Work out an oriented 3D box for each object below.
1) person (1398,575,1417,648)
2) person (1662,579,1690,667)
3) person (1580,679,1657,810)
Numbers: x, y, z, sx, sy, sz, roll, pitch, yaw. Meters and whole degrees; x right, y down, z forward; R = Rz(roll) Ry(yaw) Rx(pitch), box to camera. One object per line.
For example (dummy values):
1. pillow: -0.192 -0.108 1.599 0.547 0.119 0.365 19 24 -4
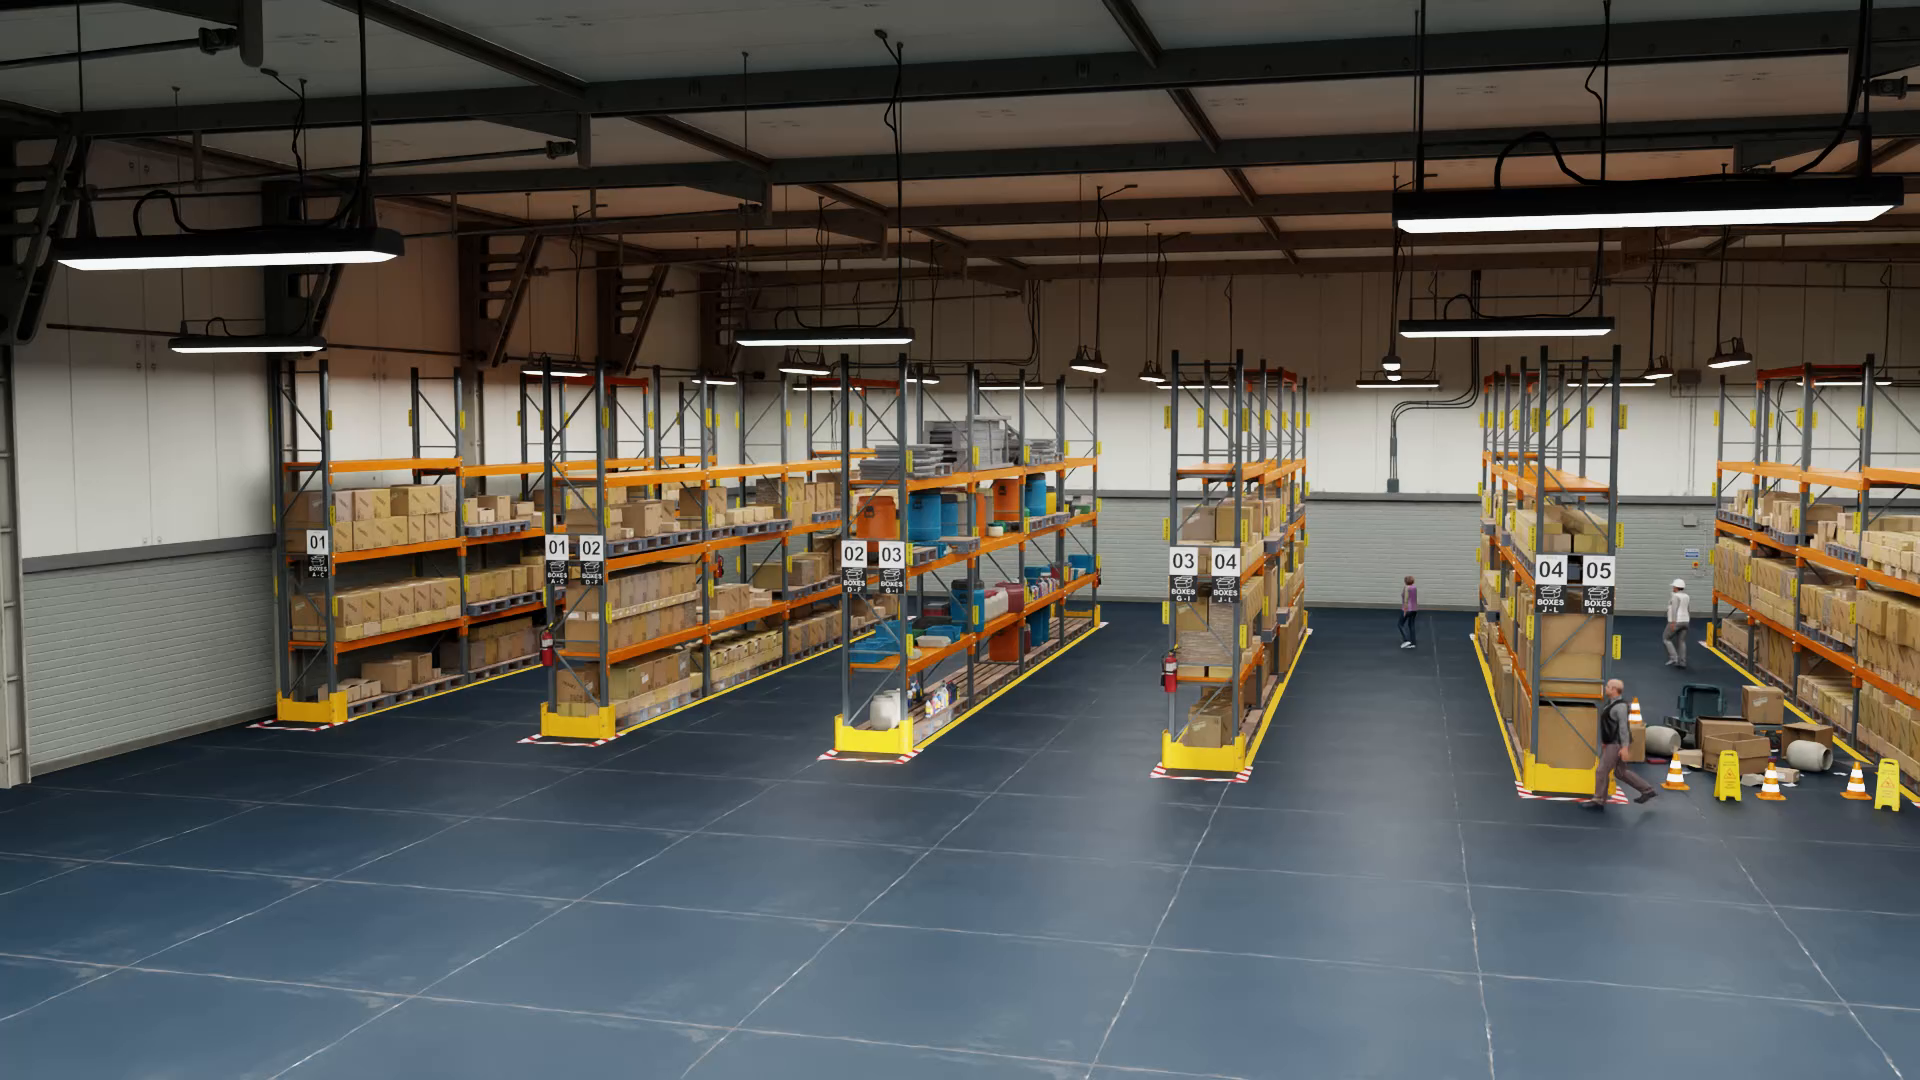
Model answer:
1. person: 9.896 1.633 36.611 0.445 1.504 0.373 -3 5 -36
2. person: 14.628 1.684 33.855 0.560 1.780 0.448 -2 5 -25
3. person: 8.466 2.620 21.341 0.964 1.690 0.558 1 4 10
